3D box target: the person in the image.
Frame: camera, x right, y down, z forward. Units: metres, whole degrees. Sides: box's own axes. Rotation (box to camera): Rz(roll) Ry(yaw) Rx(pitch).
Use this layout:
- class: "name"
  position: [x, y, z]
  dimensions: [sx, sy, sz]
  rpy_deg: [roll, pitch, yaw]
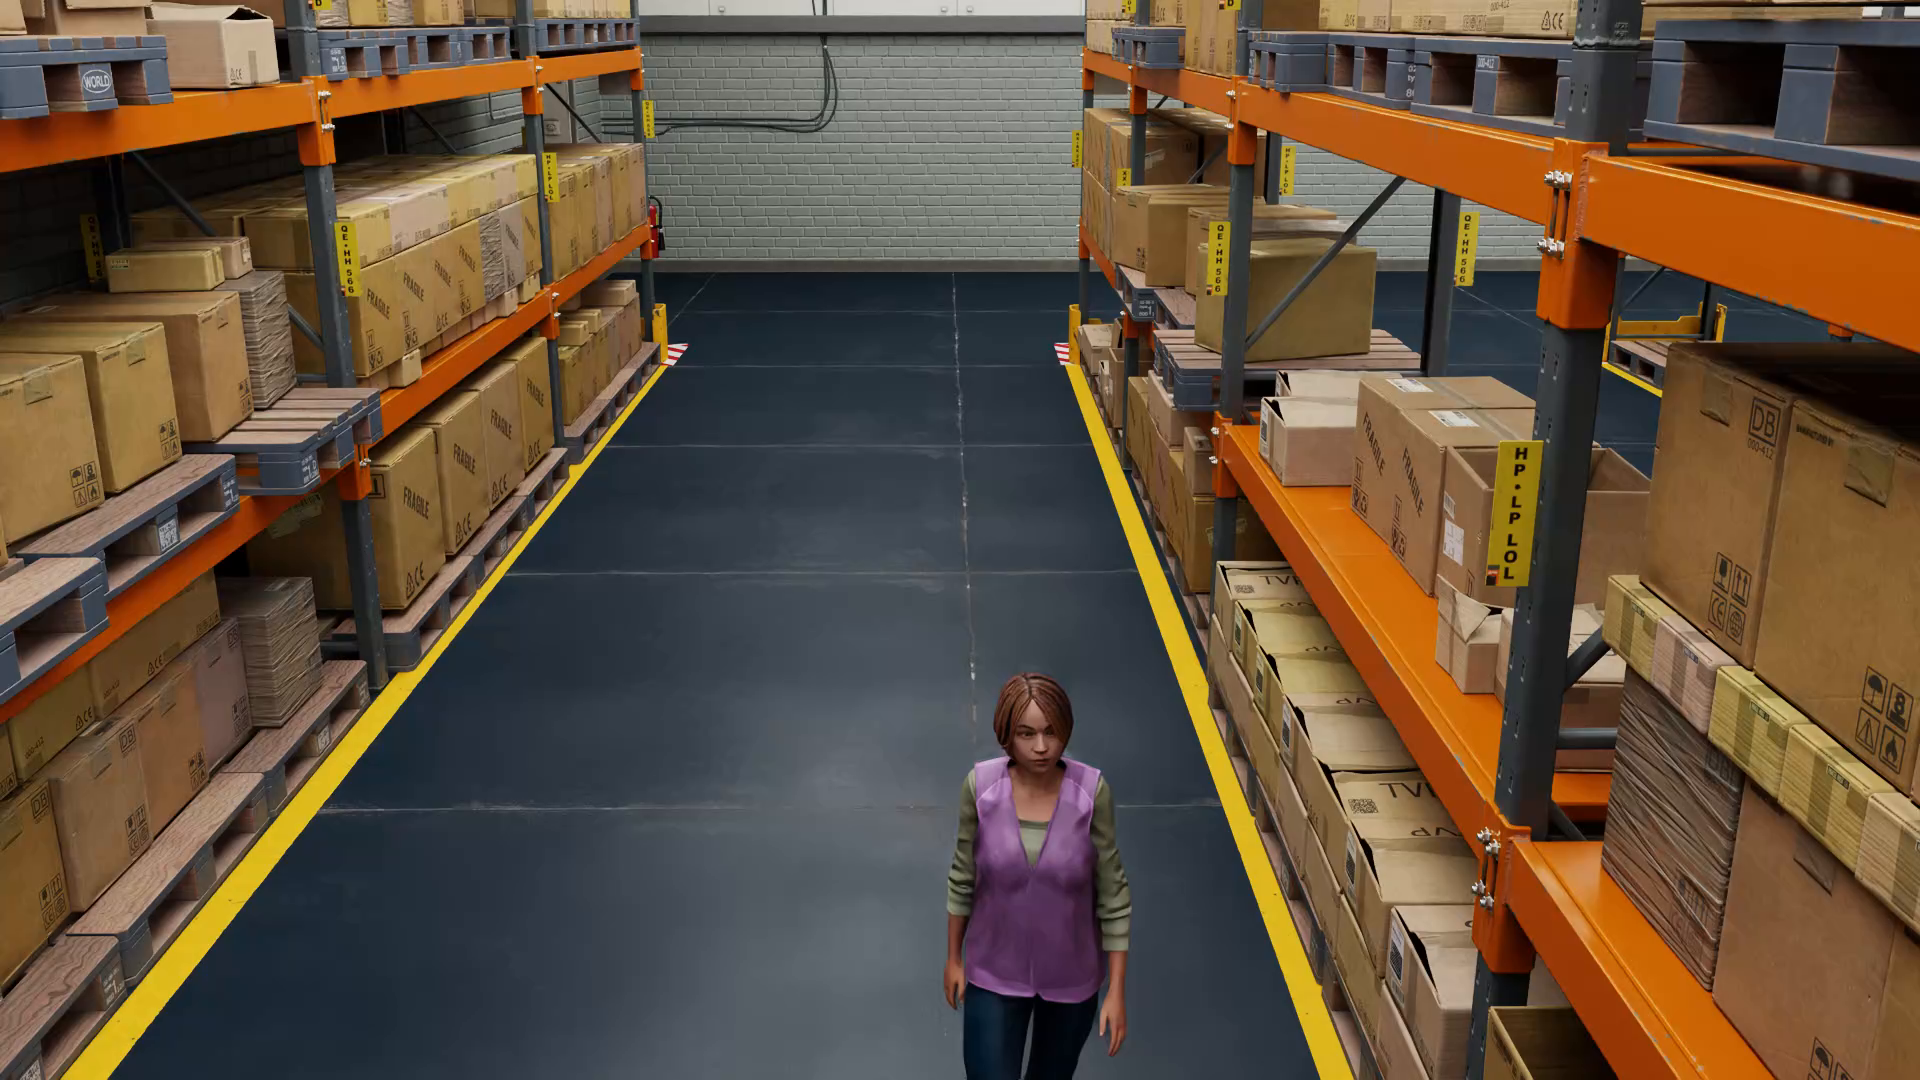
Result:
- class: "person"
  position: [0.186, 1.107, 4.045]
  dimensions: [0.454, 1.628, 0.681]
  rpy_deg: [0, 17, -1]
